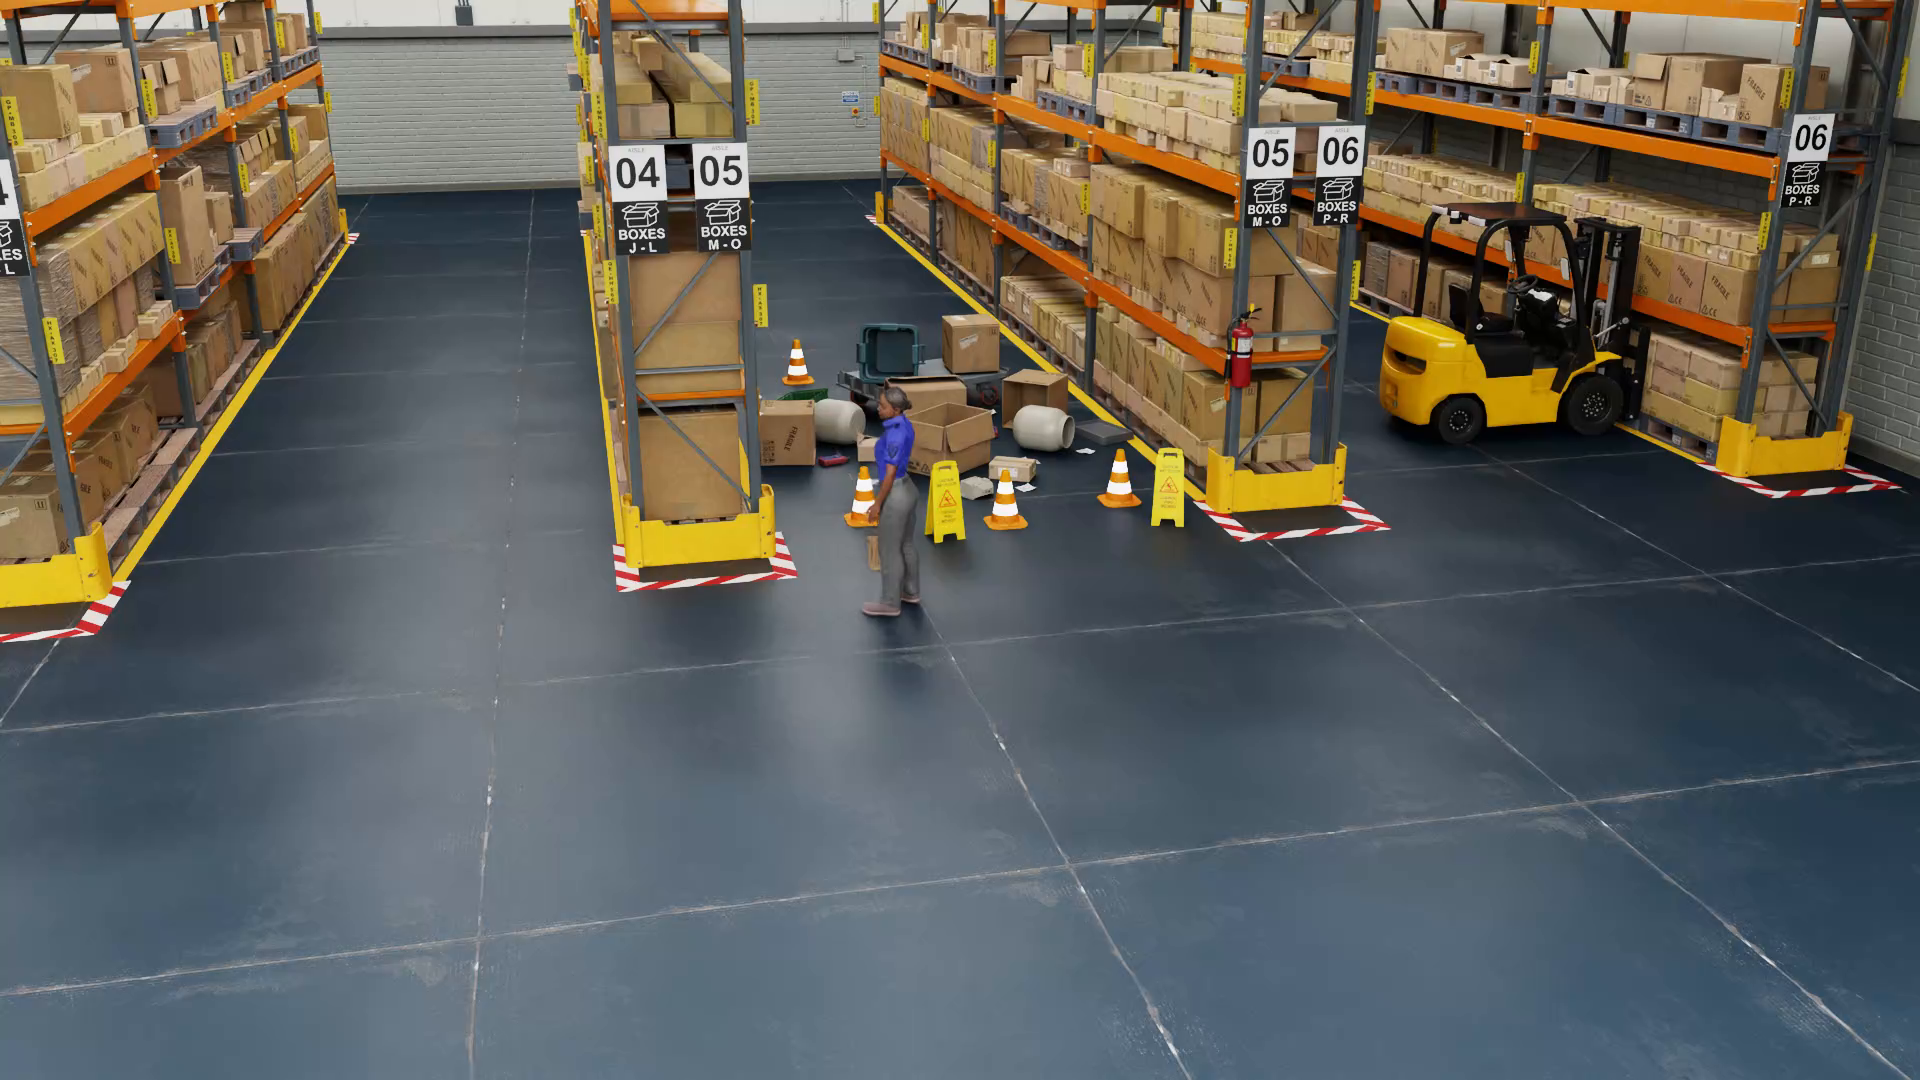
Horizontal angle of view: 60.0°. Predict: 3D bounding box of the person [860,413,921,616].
[{"bbox_3d":[-0.499,-0.199,11.862,0.403,1.465,0.506,3,20,7],"label":"person"}]
